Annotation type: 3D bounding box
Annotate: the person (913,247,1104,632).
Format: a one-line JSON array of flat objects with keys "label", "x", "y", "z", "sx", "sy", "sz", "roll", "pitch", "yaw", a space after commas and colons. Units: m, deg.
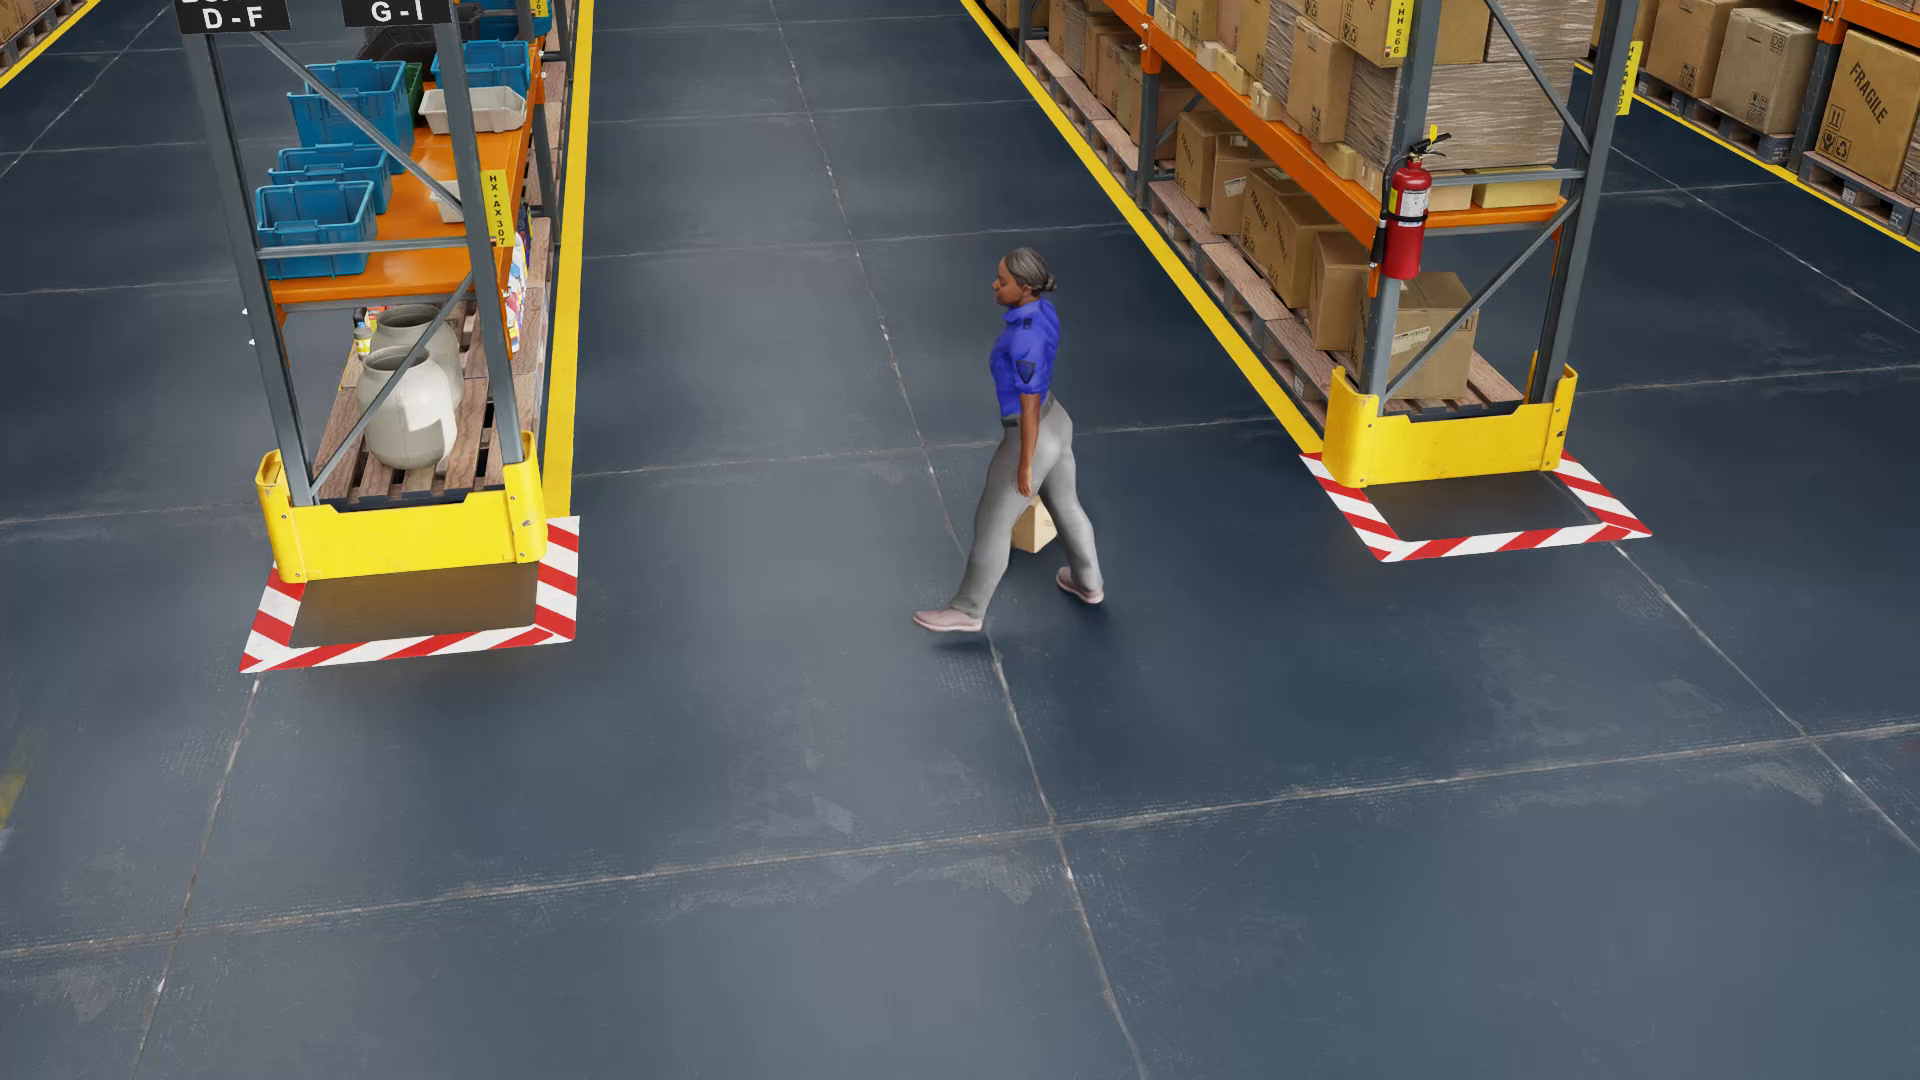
[{"label": "person", "x": 0.229, "y": -0.398, "z": 6.781, "sx": 0.738, "sy": 1.634, "sz": 0.671, "roll": 7, "pitch": 32, "yaw": 12}]
